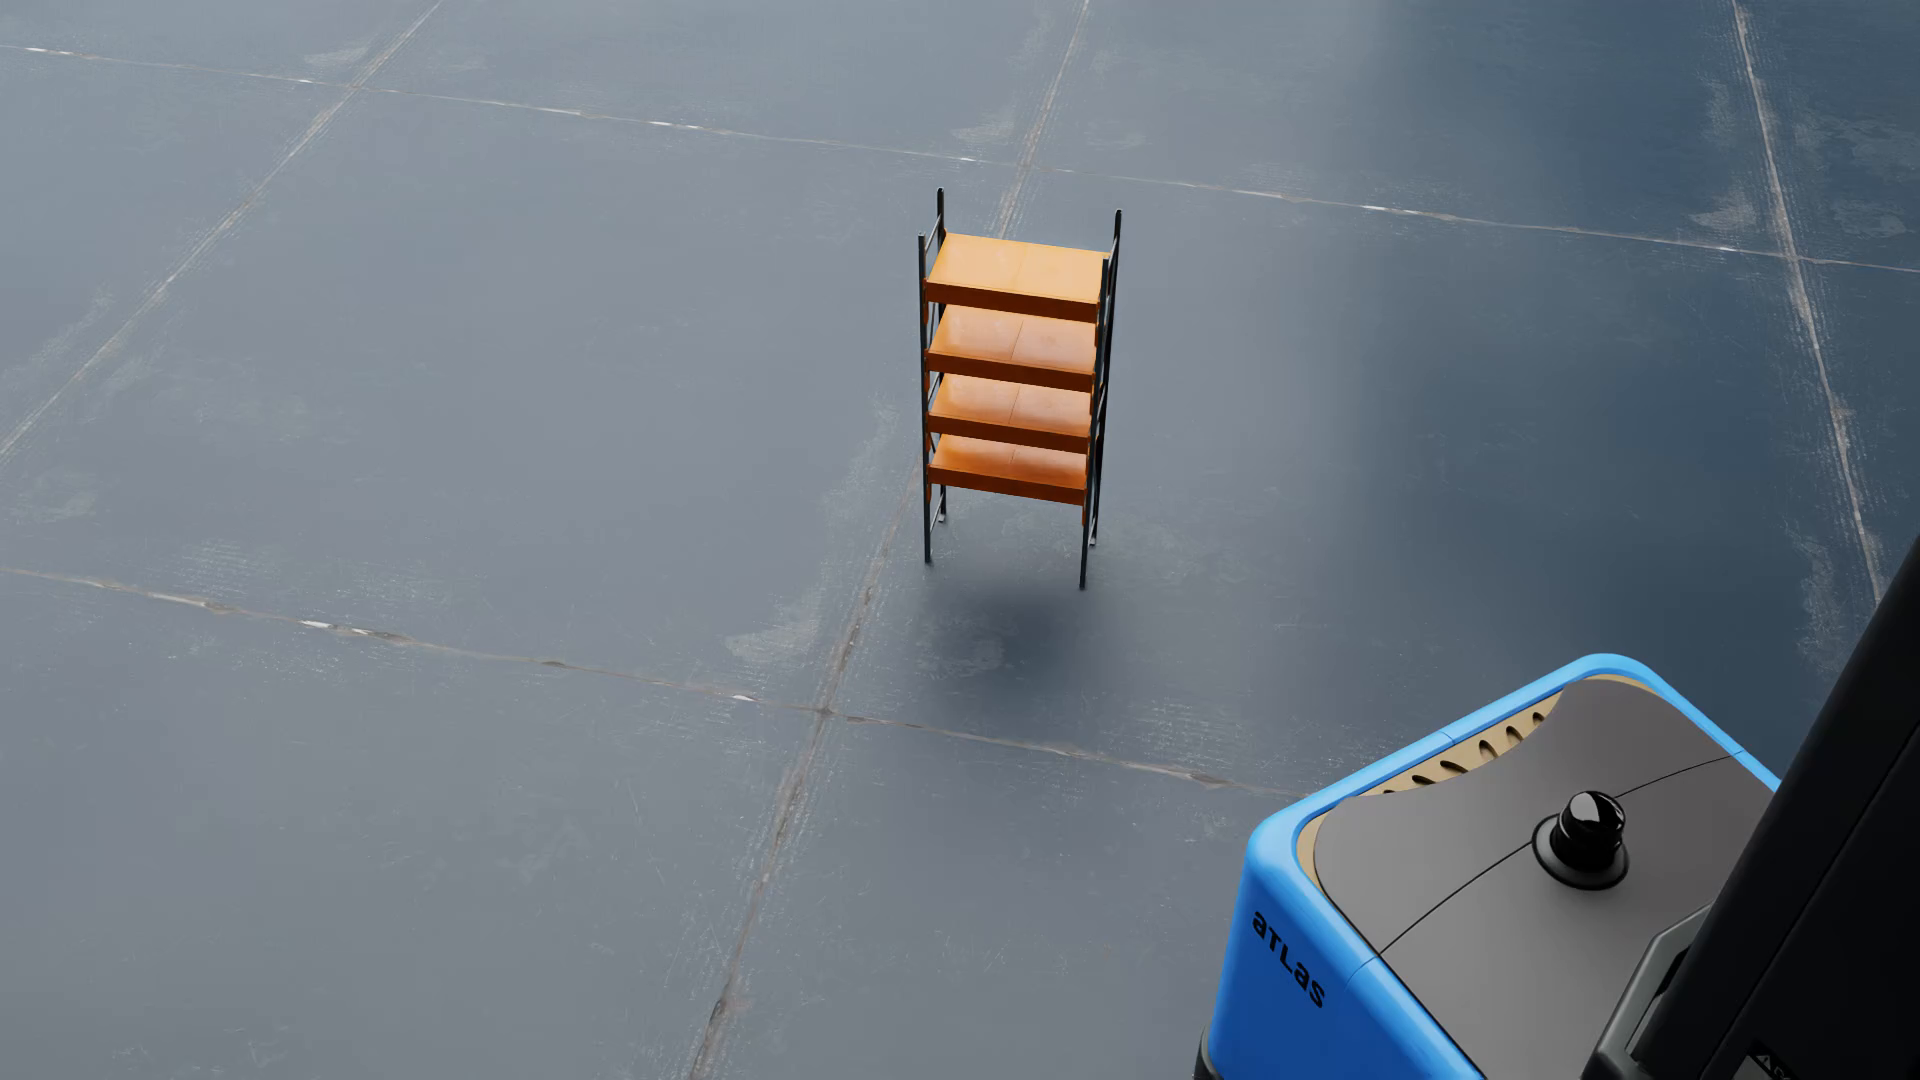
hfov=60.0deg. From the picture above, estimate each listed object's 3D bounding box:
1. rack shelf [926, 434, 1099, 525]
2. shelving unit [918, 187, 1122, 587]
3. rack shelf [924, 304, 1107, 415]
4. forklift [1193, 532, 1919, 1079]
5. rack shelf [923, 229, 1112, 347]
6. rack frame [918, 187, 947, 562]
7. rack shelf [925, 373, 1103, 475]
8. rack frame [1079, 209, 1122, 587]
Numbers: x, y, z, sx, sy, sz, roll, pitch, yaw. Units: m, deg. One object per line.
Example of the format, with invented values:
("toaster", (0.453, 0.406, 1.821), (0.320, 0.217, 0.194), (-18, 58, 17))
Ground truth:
("rack shelf", (0.162, -0.216, 4.992), (0.480, 0.148, 0.258), (9, 45, 9))
("shelving unit", (0.162, -0.407, 4.808), (0.503, 1.200, 0.258), (9, 45, 9))
("rack shelf", (0.162, -0.520, 4.699), (0.480, 0.148, 0.258), (9, 45, 9))
("forklift", (1.699, 0.984, 2.114), (1.130, 2.935, 3.031), (-22, 48, -21))
("rack shelf", (0.162, -0.690, 4.535), (0.480, 0.148, 0.258), (9, 45, 9))
("rack frame", (-0.077, -0.444, 4.846), (0.015, 1.200, 0.240), (9, 45, 9))
("rack shelf", (0.162, -0.359, 4.855), (0.480, 0.148, 0.258), (9, 45, 9))
("rack frame", (0.400, -0.370, 4.769), (0.015, 1.200, 0.240), (9, 45, 9))
